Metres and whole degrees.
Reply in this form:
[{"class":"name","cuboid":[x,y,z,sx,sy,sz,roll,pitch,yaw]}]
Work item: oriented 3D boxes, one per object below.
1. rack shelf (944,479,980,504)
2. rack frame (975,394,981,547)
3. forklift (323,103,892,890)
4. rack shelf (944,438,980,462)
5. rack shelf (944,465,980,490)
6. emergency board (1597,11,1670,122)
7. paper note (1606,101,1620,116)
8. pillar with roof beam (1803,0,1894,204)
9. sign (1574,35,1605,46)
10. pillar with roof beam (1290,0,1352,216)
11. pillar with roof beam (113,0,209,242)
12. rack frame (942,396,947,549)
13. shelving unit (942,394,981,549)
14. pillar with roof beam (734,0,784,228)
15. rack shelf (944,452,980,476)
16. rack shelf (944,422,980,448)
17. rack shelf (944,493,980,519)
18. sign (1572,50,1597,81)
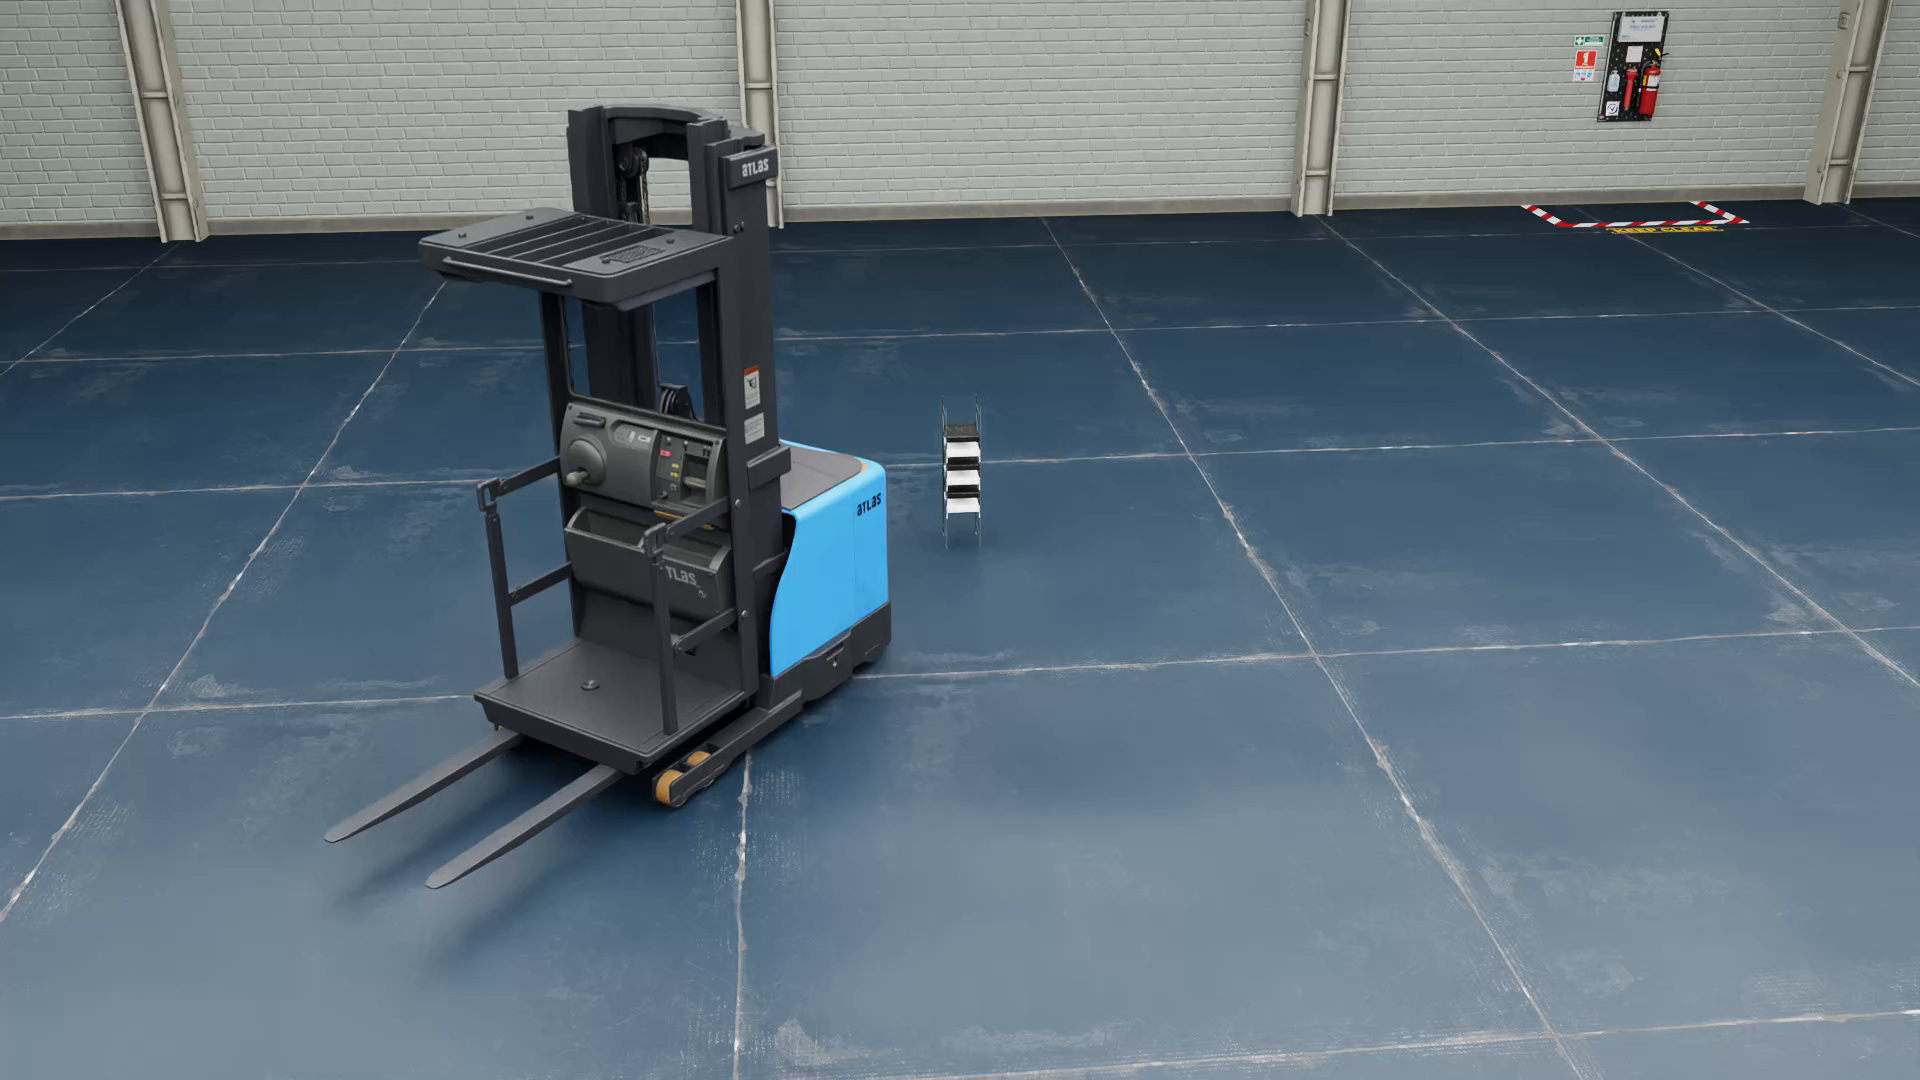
[{"class":"rack shelf","cuboid":[0.008,-0.299,10.118,0.200,0.077,0.258,-2,24,-5]},{"class":"rack frame","cuboid":[0.109,-0.416,10.077,0.006,0.900,0.240,-2,24,-5]},{"class":"forklift","cuboid":[-1.570,-0.346,7.421,1.130,2.935,3.031,14,28,29]},{"class":"rack shelf","cuboid":[0.008,-0.546,10.008,0.200,0.077,0.258,-2,24,-5]},{"class":"rack shelf","cuboid":[0.008,-0.381,10.081,0.200,0.077,0.258,-2,24,-5]},{"class":"emergency board","cuboid":[7.389,-5.146,18.134,0.643,1.169,0.194,-2,24,-5]},{"class":"paper note","cuboid":[7.206,-4.764,18.360,0.142,0.148,0.016,-2,24,-5]},{"class":"pillar with roof beam","cuboid":[10.275,-6.230,13.188,0.400,9.000,9.100,-2,24,-5]},{"class":"sign","cuboid":[6.834,-5.420,18.056,0.331,0.109,0.001,-2,24,-5]},{"class":"pillar with roof beam","cuboid":[4.304,-5.991,12.649,0.400,9.000,9.100,-2,24,-5]},{"class":"pillar with roof beam","cuboid":[-7.637,-5.512,11.571,0.400,9.000,9.100,-2,24,-5]},{"class":"rack frame","cuboid":[-0.093,-0.407,10.059,0.006,0.900,0.240,-2,24,-5]},{"class":"shelving unit","cuboid":[0.008,-0.412,10.068,0.210,0.900,0.258,-2,24,-5]},{"class":"pillar with roof beam","cuboid":[-1.666,-5.751,12.110,0.400,9.000,9.100,-2,24,-5]},{"class":"rack shelf","cuboid":[0.008,-0.463,10.045,0.200,0.077,0.258,-2,24,-5]},{"class":"rack shelf","cuboid":[0.008,-0.628,9.972,0.200,0.077,0.258,-2,24,-5]},{"class":"rack shelf","cuboid":[0.008,-0.217,10.155,0.200,0.077,0.258,-2,24,-5]},{"class":"sign","cuboid":[6.829,-5.182,18.171,0.234,0.329,0.001,-2,24,-5]}]
